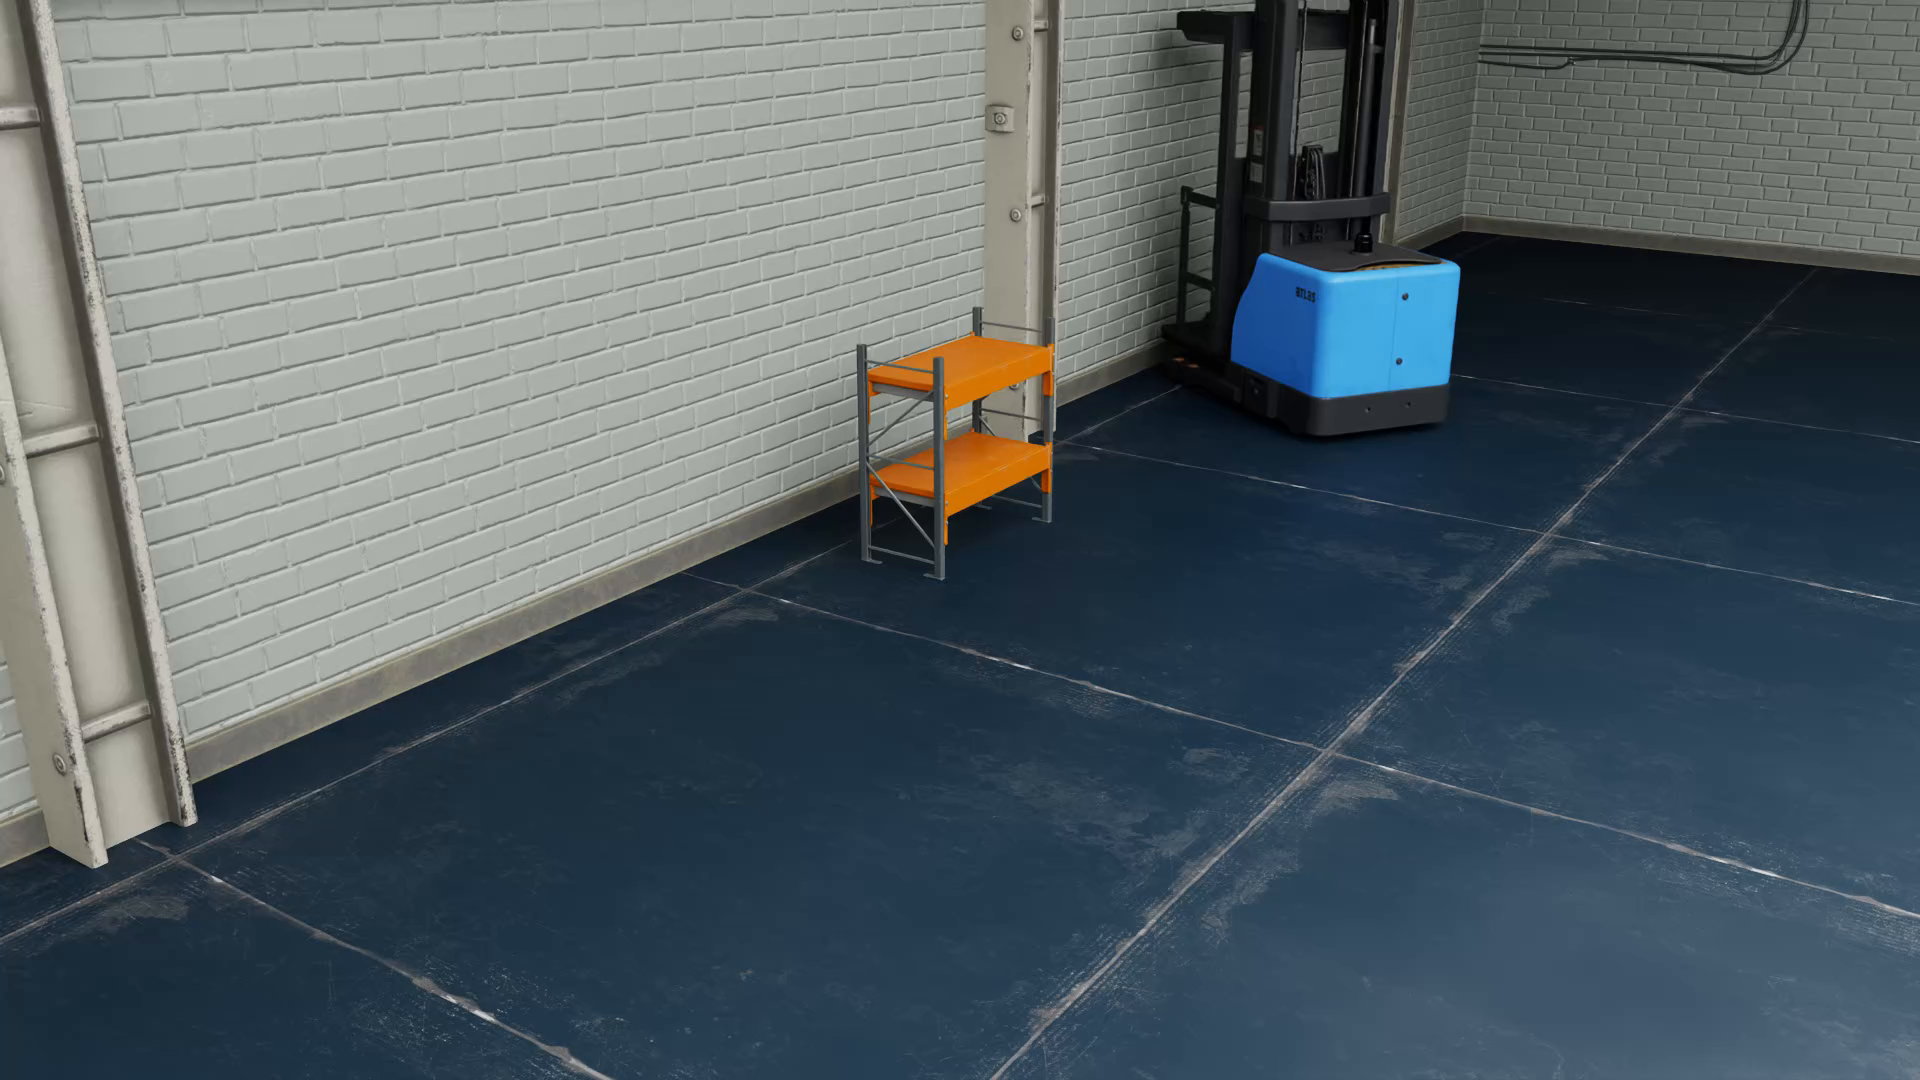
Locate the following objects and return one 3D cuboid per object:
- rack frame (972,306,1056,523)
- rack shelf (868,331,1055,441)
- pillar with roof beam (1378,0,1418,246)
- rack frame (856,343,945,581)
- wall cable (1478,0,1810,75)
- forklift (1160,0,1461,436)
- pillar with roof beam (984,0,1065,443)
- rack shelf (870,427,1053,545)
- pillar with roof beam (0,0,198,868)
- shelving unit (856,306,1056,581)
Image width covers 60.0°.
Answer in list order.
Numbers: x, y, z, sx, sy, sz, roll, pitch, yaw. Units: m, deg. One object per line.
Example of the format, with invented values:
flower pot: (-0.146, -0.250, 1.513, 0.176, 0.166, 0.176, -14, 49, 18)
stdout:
rack frame: (0.282, -0.671, 8.959, 0.500, 1.125, 0.032, 13, 24, 32)
rack shelf: (-0.004, -0.800, 8.463, 0.538, 0.278, 1.000, 13, 24, 32)
pillar with roof beam: (7.314, -5.781, 11.423, 9.100, 9.000, 0.400, 13, 24, 32)
rack frame: (-0.290, -0.380, 8.170, 0.500, 1.125, 0.032, 13, 24, 32)
wall cable: (6.503, -5.752, 15.819, 3.097, 2.526, 0.112, 13, 24, 32)
forklift: (2.112, -2.494, 11.282, 1.130, 2.935, 3.031, -8, 22, -20)
pillar with roof beam: (3.941, -4.060, 6.769, 9.100, 9.000, 0.400, 13, 24, 32)
rack shelf: (-0.004, -0.296, 8.649, 0.538, 0.278, 1.000, 13, 24, 32)
pillar with roof beam: (0.568, -2.338, 2.115, 9.100, 9.000, 0.400, 13, 24, 32)
shelving unit: (-0.004, -0.526, 8.565, 0.538, 1.125, 1.048, 13, 24, 32)
